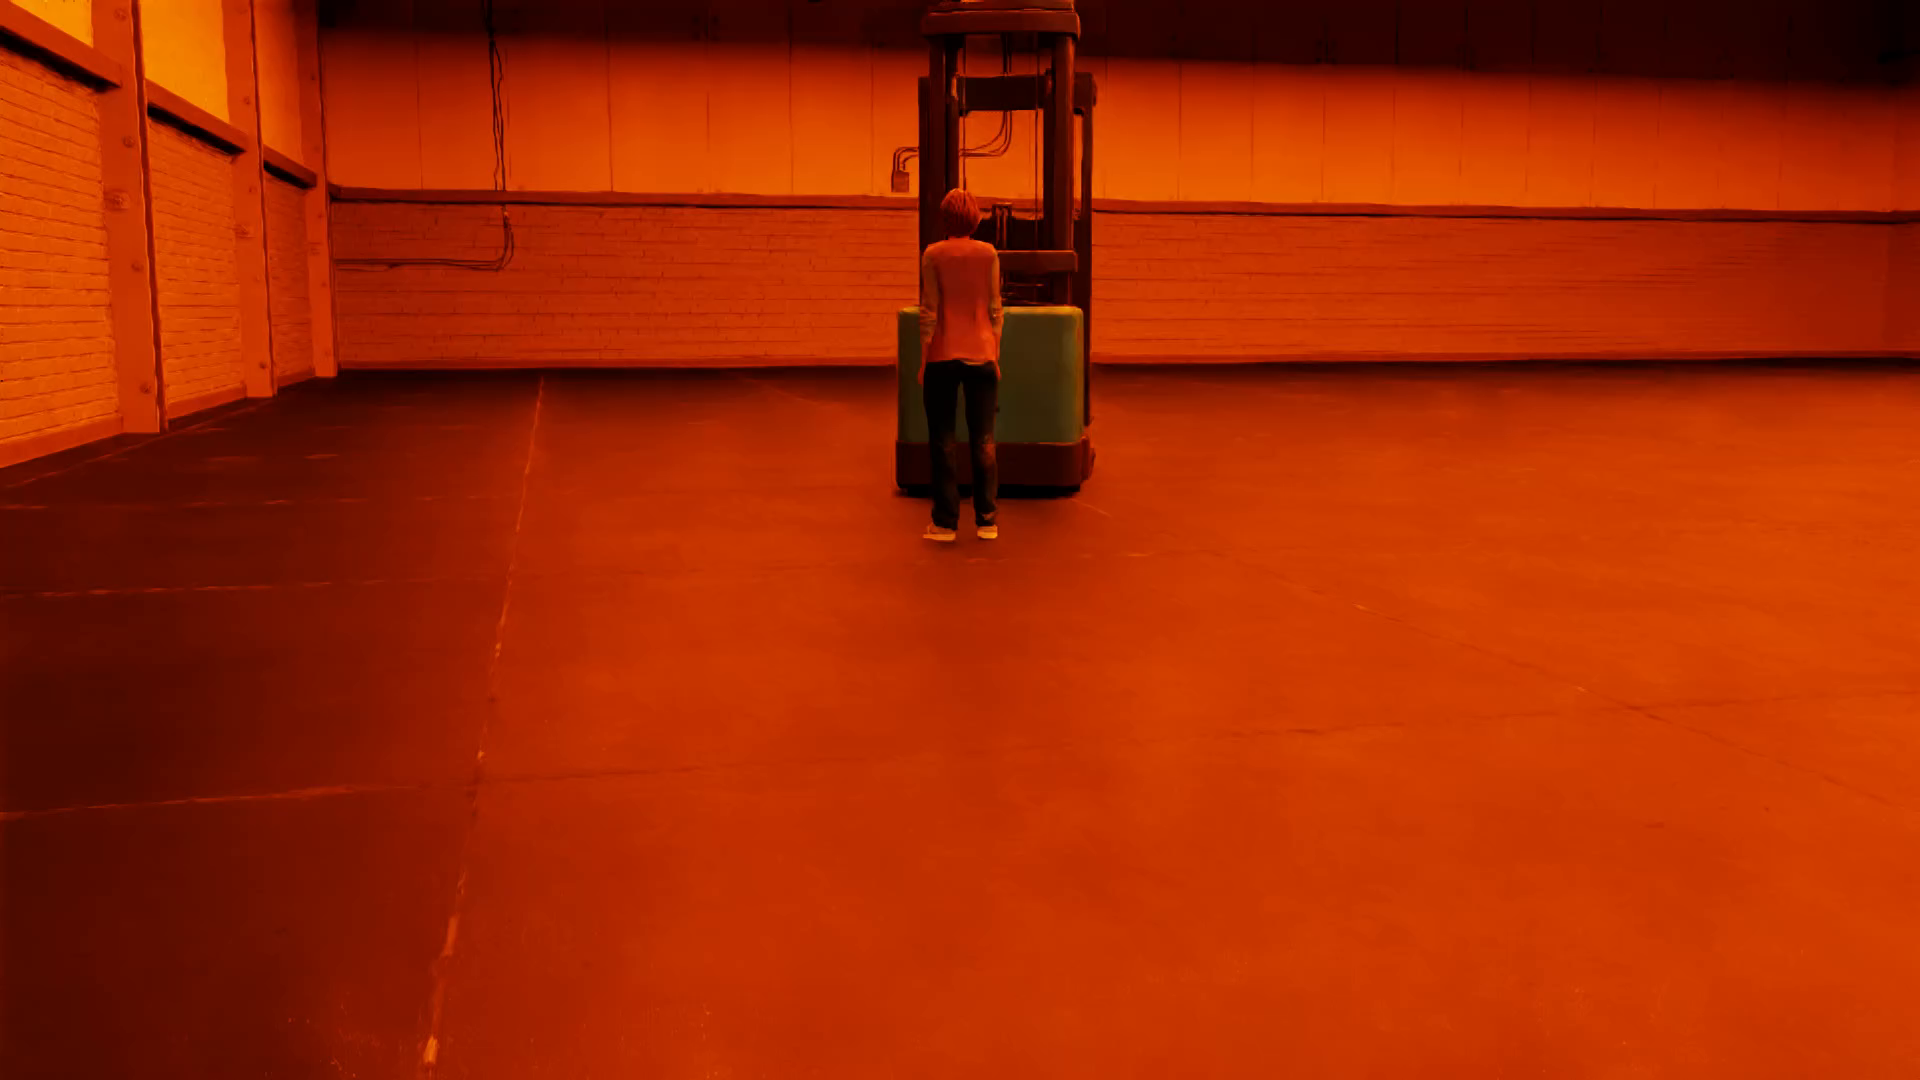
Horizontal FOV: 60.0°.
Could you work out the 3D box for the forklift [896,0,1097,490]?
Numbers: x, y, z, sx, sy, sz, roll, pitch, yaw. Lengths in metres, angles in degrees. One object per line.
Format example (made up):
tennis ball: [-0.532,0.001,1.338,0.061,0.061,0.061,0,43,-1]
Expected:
forklift: [0.313,-1.901,10.712,1.130,2.935,3.031,1,8,6]

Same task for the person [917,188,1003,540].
person: [-0.003,-0.779,7.607,0.405,1.576,0.311,-2,8,-13]
